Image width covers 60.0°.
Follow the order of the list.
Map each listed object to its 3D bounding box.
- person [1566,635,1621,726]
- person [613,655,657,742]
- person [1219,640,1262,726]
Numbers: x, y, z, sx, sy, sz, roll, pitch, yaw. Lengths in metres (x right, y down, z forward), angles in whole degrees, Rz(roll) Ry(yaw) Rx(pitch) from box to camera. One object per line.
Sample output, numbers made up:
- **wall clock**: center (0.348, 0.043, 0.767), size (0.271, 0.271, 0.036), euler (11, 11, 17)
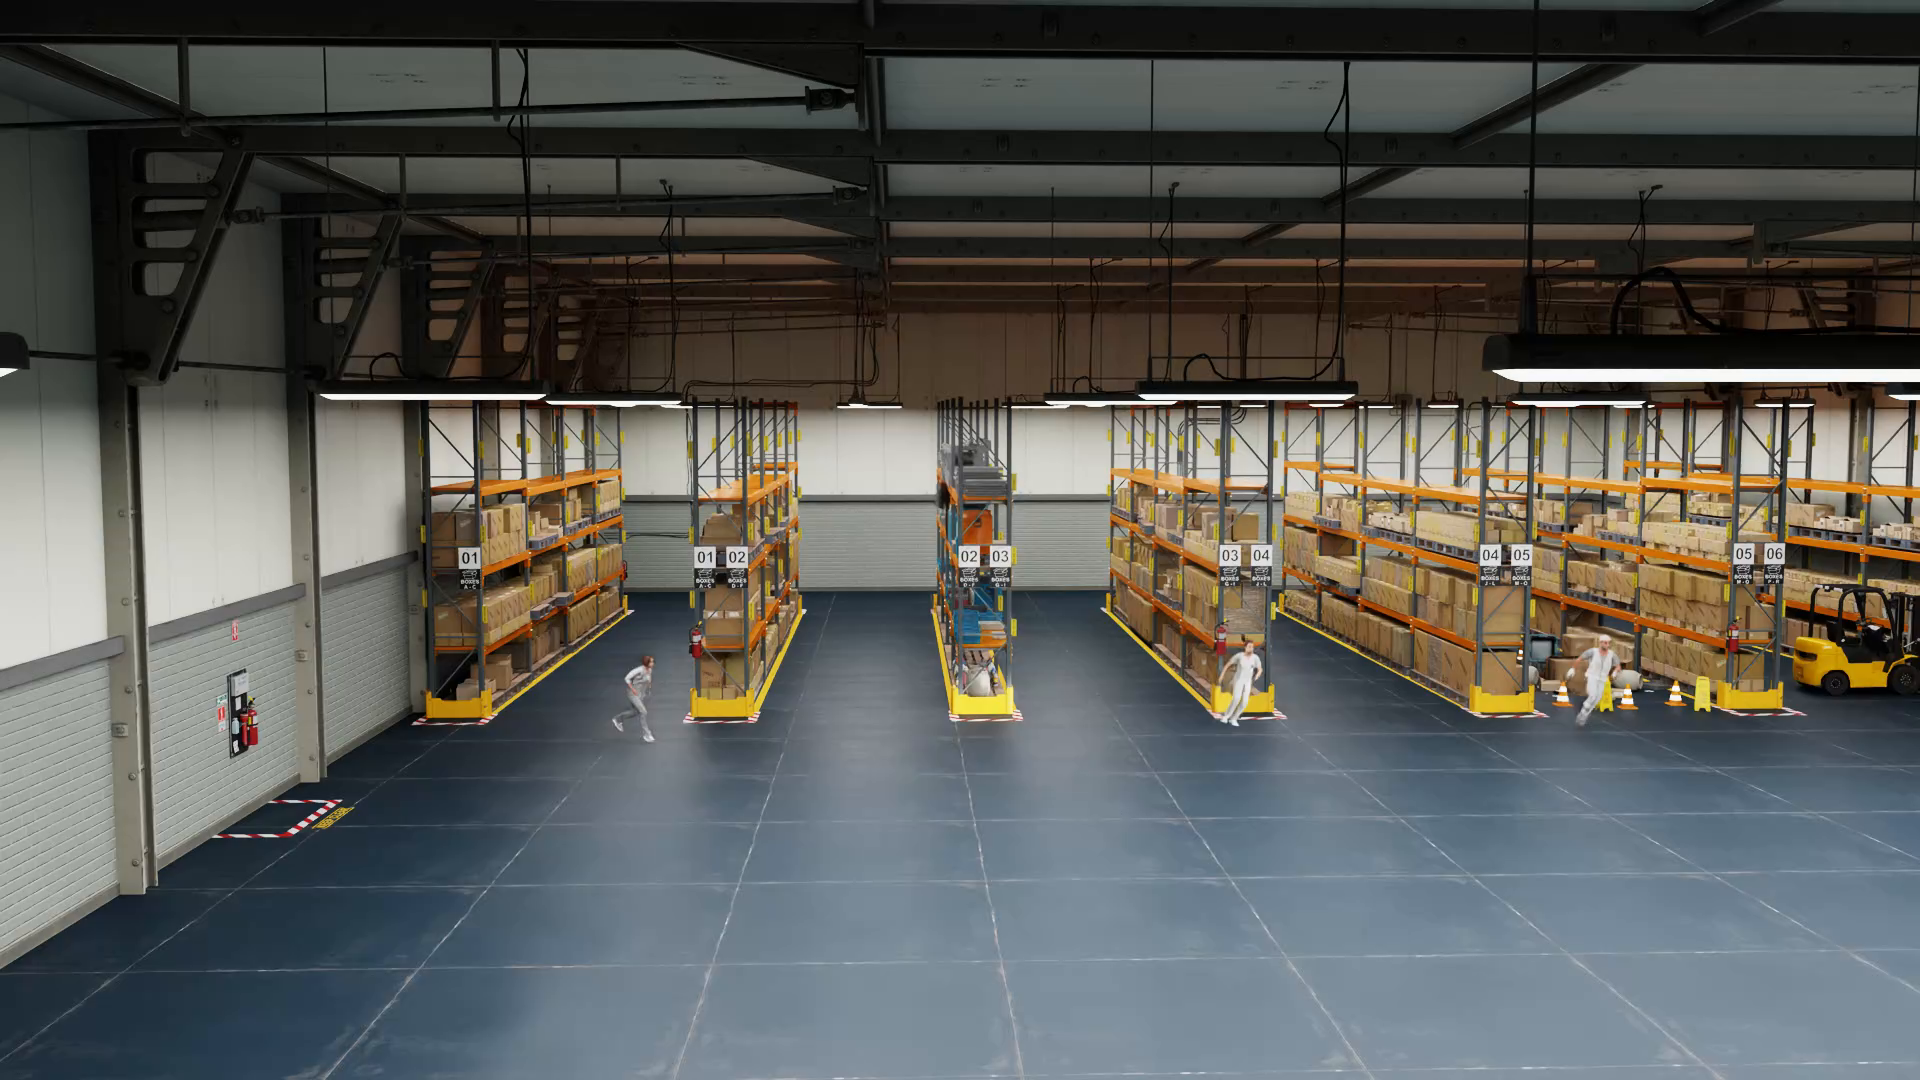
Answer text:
- **person**: center (11.579, 2.551, 30.217), size (0.846, 1.669, 0.714), euler (-1, 4, -7)
- **person**: center (-5.700, 2.745, 28.936), size (0.898, 1.550, 0.561), euler (3, 5, 30)
- **person**: center (5.156, 2.618, 30.322), size (0.758, 1.598, 0.572), euler (-1, 5, -16)
